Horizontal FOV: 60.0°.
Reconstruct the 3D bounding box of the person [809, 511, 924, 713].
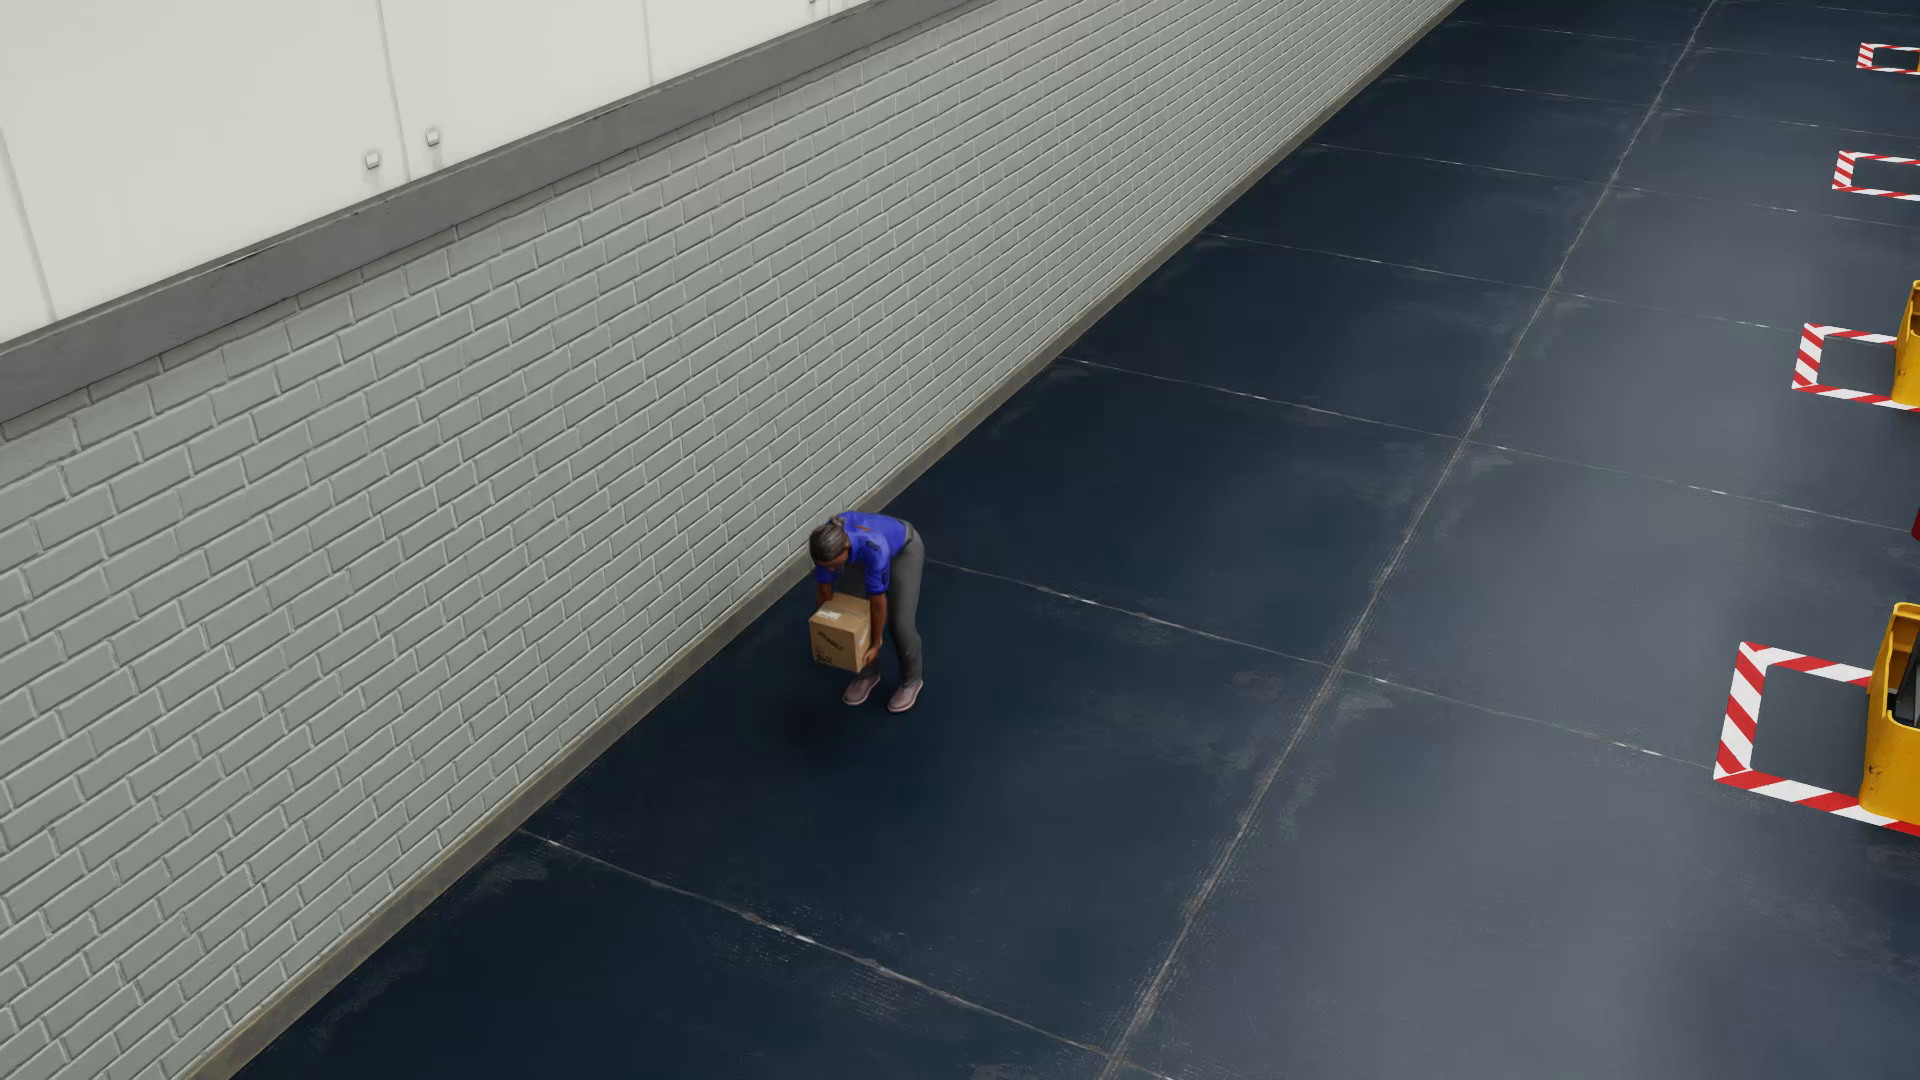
[{"bbox_3d":[-0.472,0.340,8.118,0.406,1.250,0.824,14,33,22],"label":"person"}]
